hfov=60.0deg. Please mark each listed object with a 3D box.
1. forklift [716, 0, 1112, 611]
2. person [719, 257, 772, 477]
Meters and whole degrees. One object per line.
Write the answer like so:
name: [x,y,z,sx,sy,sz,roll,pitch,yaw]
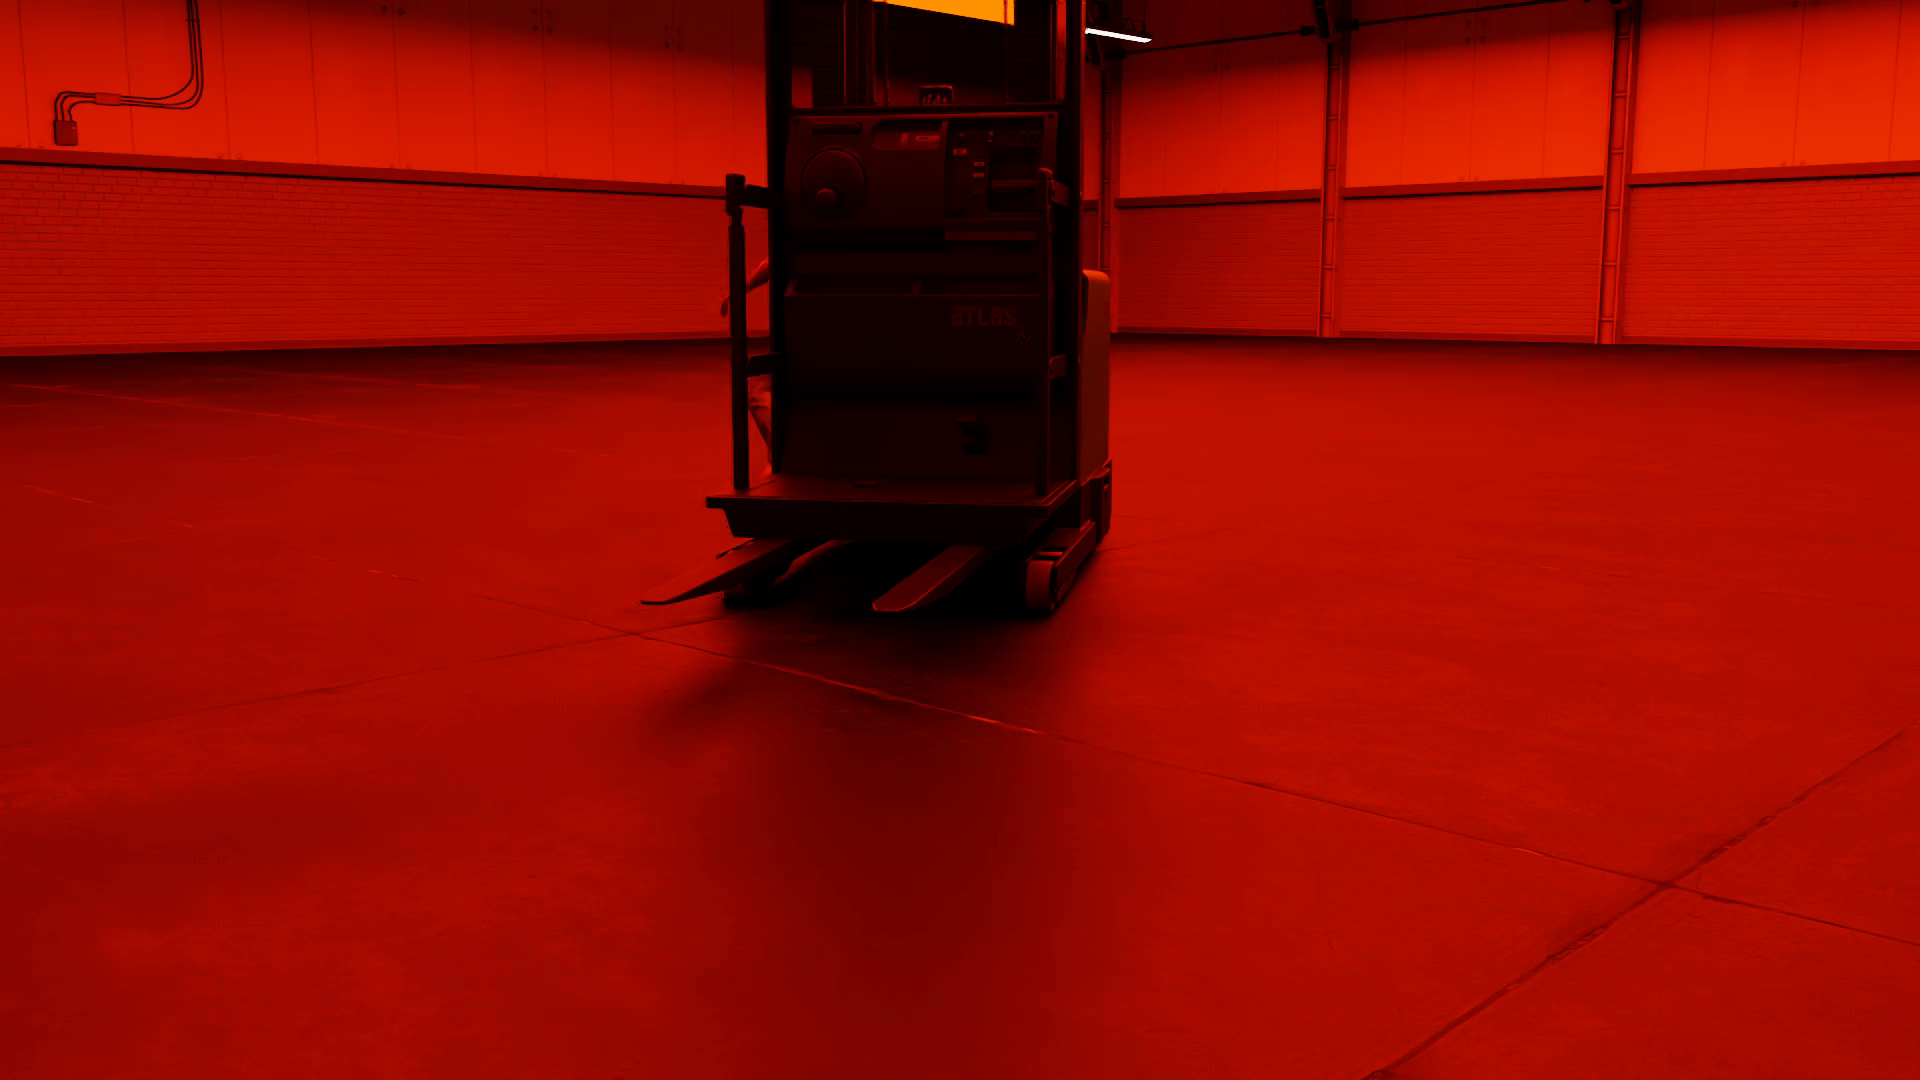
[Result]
forklift: [-0.064,-1.320,5.938,1.129,2.843,1.939,2,9,11]
person: [-0.636,-1.021,8.394,0.551,1.686,1.223,7,11,39]
